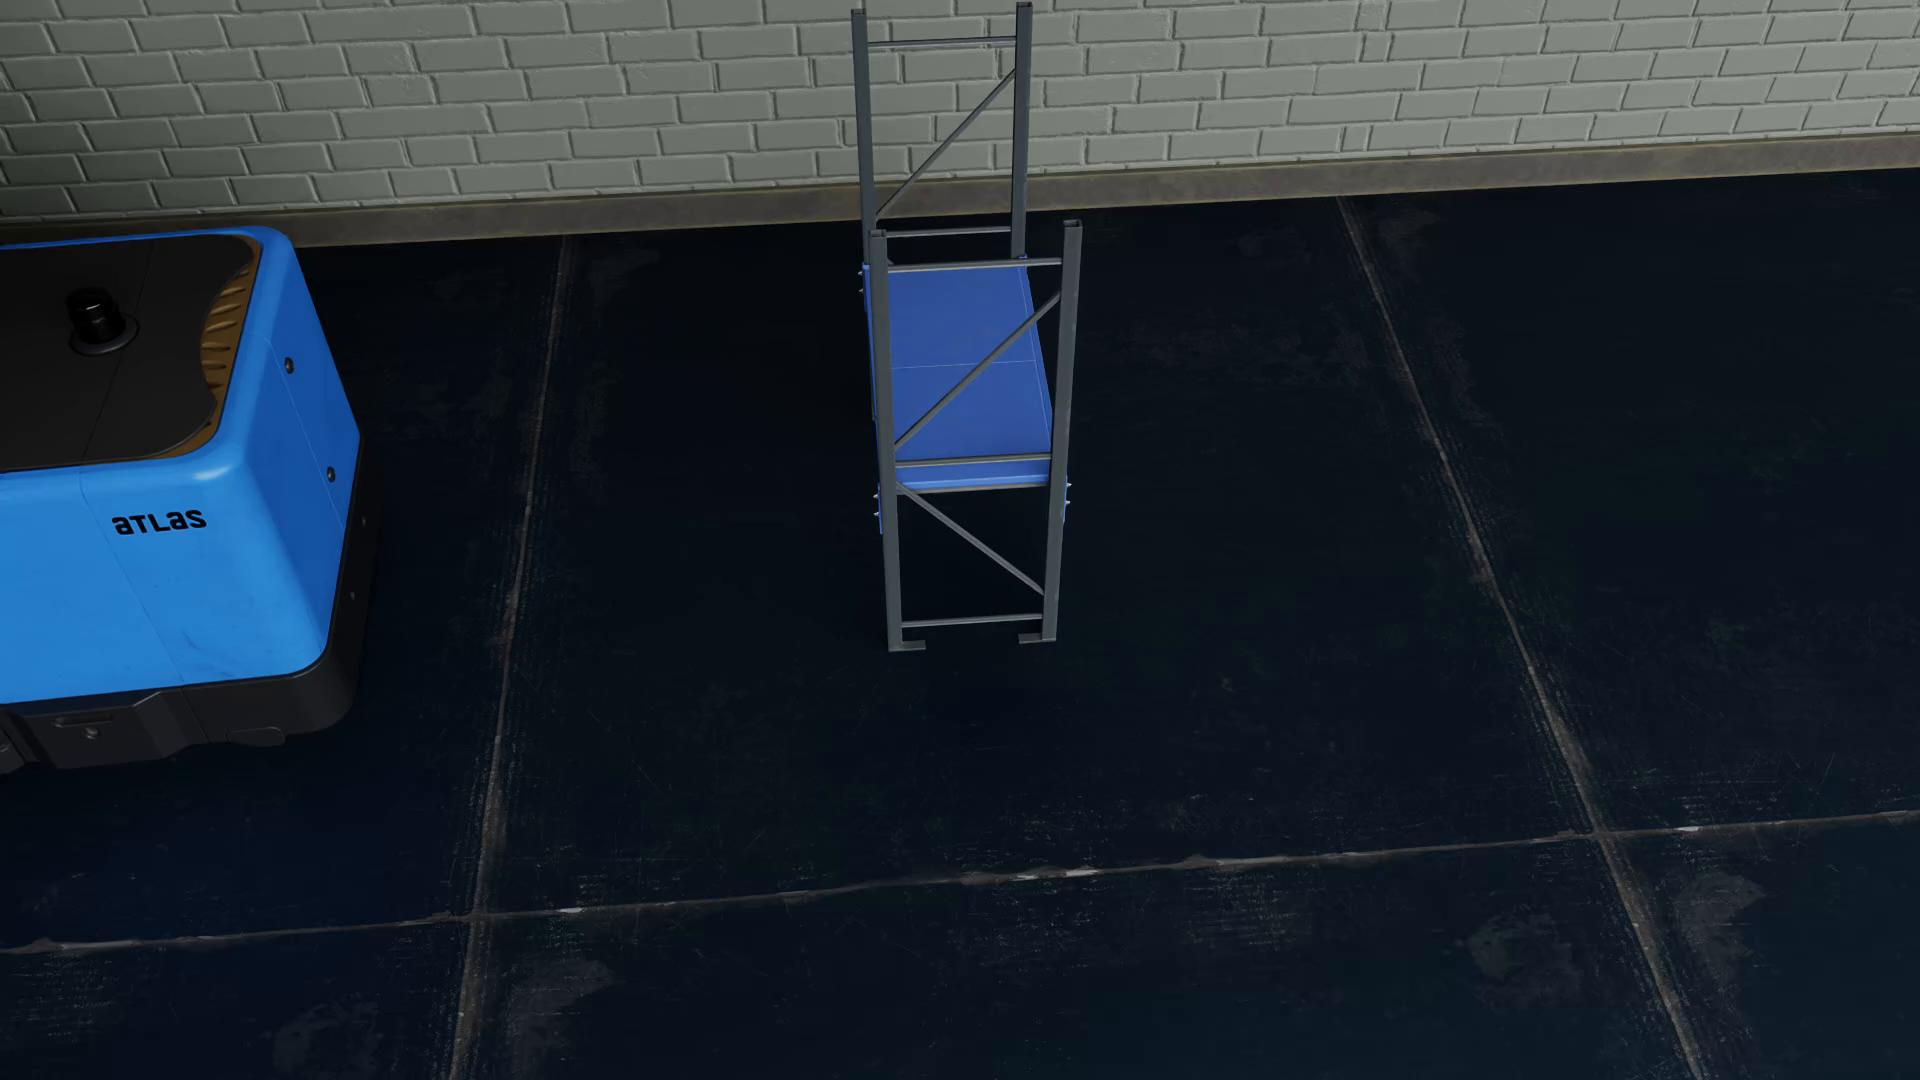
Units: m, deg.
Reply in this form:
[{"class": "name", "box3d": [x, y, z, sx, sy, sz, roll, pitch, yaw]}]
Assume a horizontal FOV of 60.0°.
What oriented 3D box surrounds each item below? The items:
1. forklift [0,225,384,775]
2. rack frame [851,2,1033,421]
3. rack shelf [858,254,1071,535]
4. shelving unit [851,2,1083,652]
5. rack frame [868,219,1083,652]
[{"class": "forklift", "box3d": [-3.278, -0.660, 3.856, 3.031, 2.935, 1.130, -6, 47, -5]}, {"class": "rack frame", "box3d": [-0.050, -0.945, 5.112, 0.500, 1.500, 0.032, -3, 47, -3]}, {"class": "rack shelf", "box3d": [-0.007, -0.454, 4.895, 0.538, 0.185, 1.000, -3, 47, -3]}, {"class": "shelving unit", "box3d": [-0.007, -0.577, 4.764, 0.538, 1.500, 1.048, -3, 47, -3]}, {"class": "rack frame", "box3d": [0.035, -0.210, 4.416, 0.500, 1.500, 0.032, -3, 47, -3]}]
